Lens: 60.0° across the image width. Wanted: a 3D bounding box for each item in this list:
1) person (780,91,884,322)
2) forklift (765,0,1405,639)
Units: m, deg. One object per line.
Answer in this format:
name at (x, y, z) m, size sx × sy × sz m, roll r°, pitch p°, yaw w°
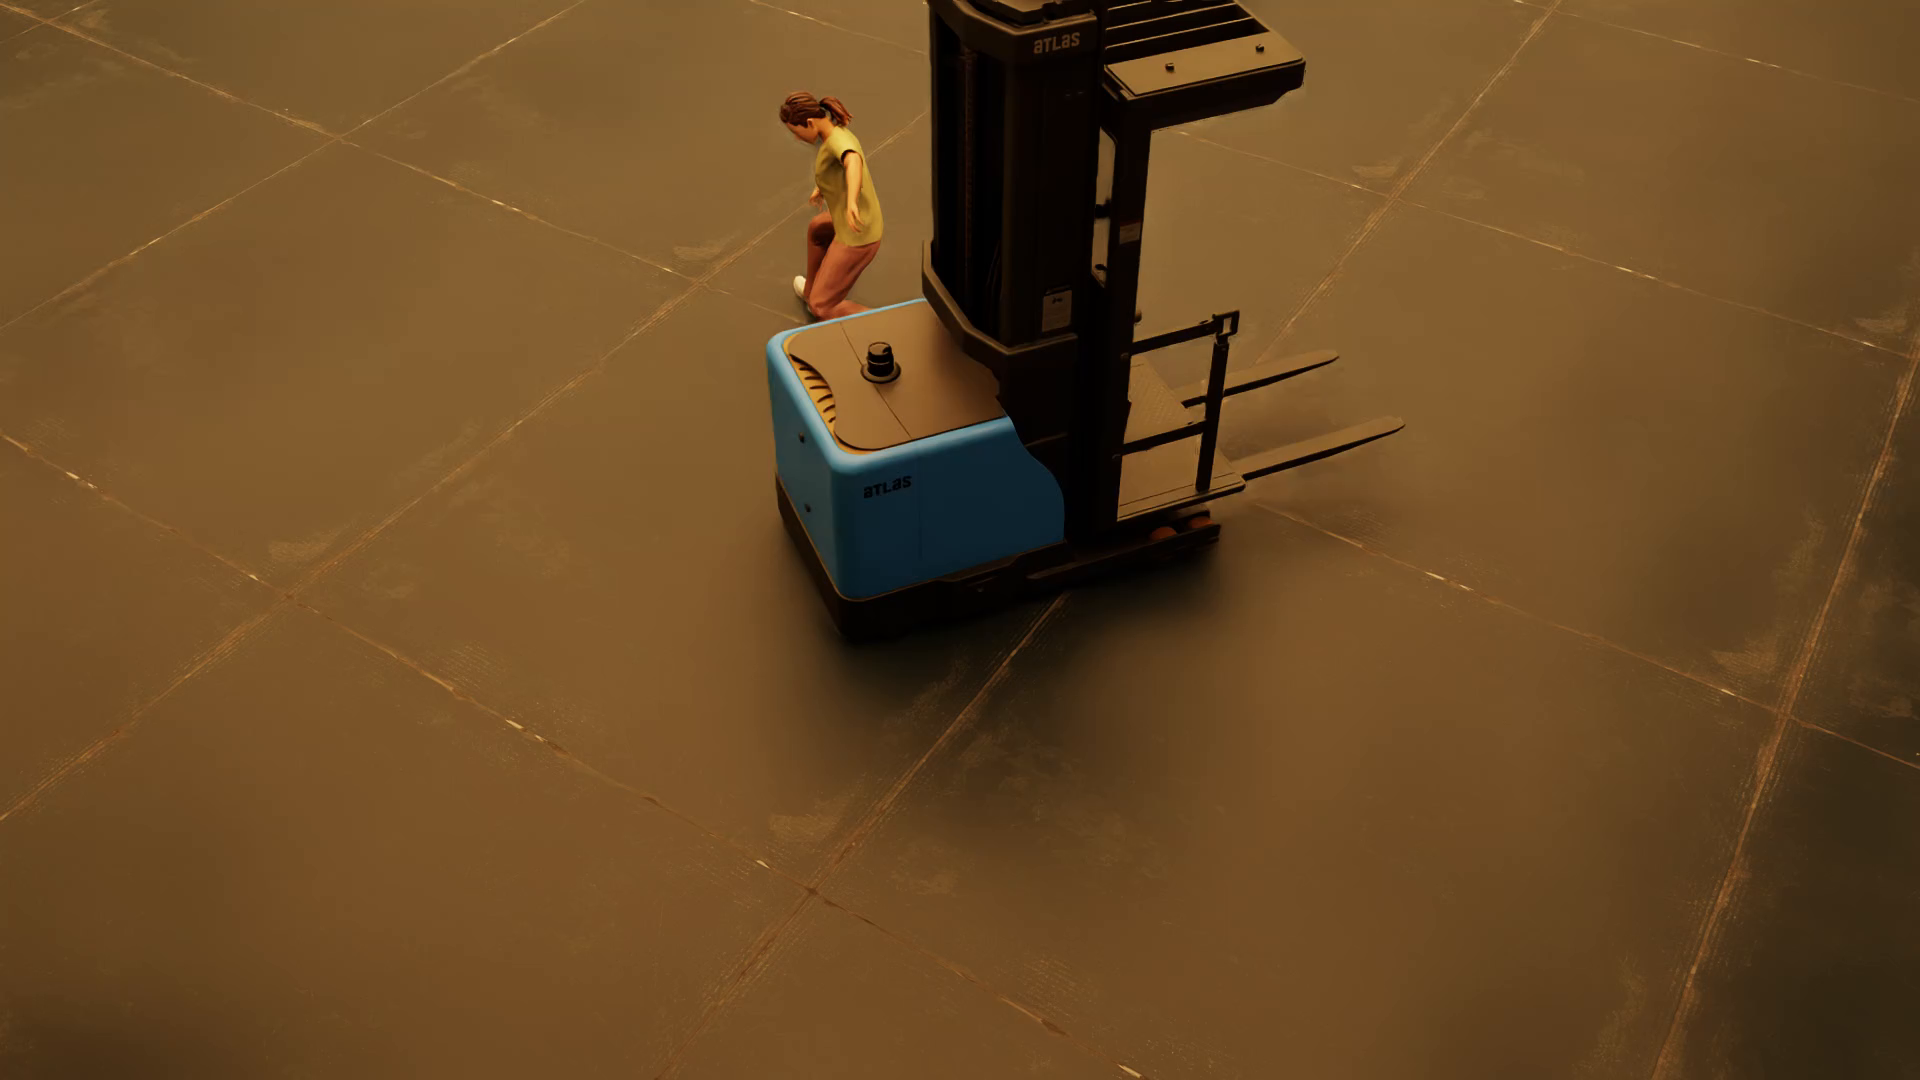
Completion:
person at (-0.618, -1.582, 8.625) m, size 0.704 × 1.406 × 1.067 m, roll 2°, pitch 44°, yaw 2°
forklift at (0.688, -1.283, 7.201) m, size 3.031 × 2.935 × 1.130 m, roll -16°, pitch 46°, yaw -16°
